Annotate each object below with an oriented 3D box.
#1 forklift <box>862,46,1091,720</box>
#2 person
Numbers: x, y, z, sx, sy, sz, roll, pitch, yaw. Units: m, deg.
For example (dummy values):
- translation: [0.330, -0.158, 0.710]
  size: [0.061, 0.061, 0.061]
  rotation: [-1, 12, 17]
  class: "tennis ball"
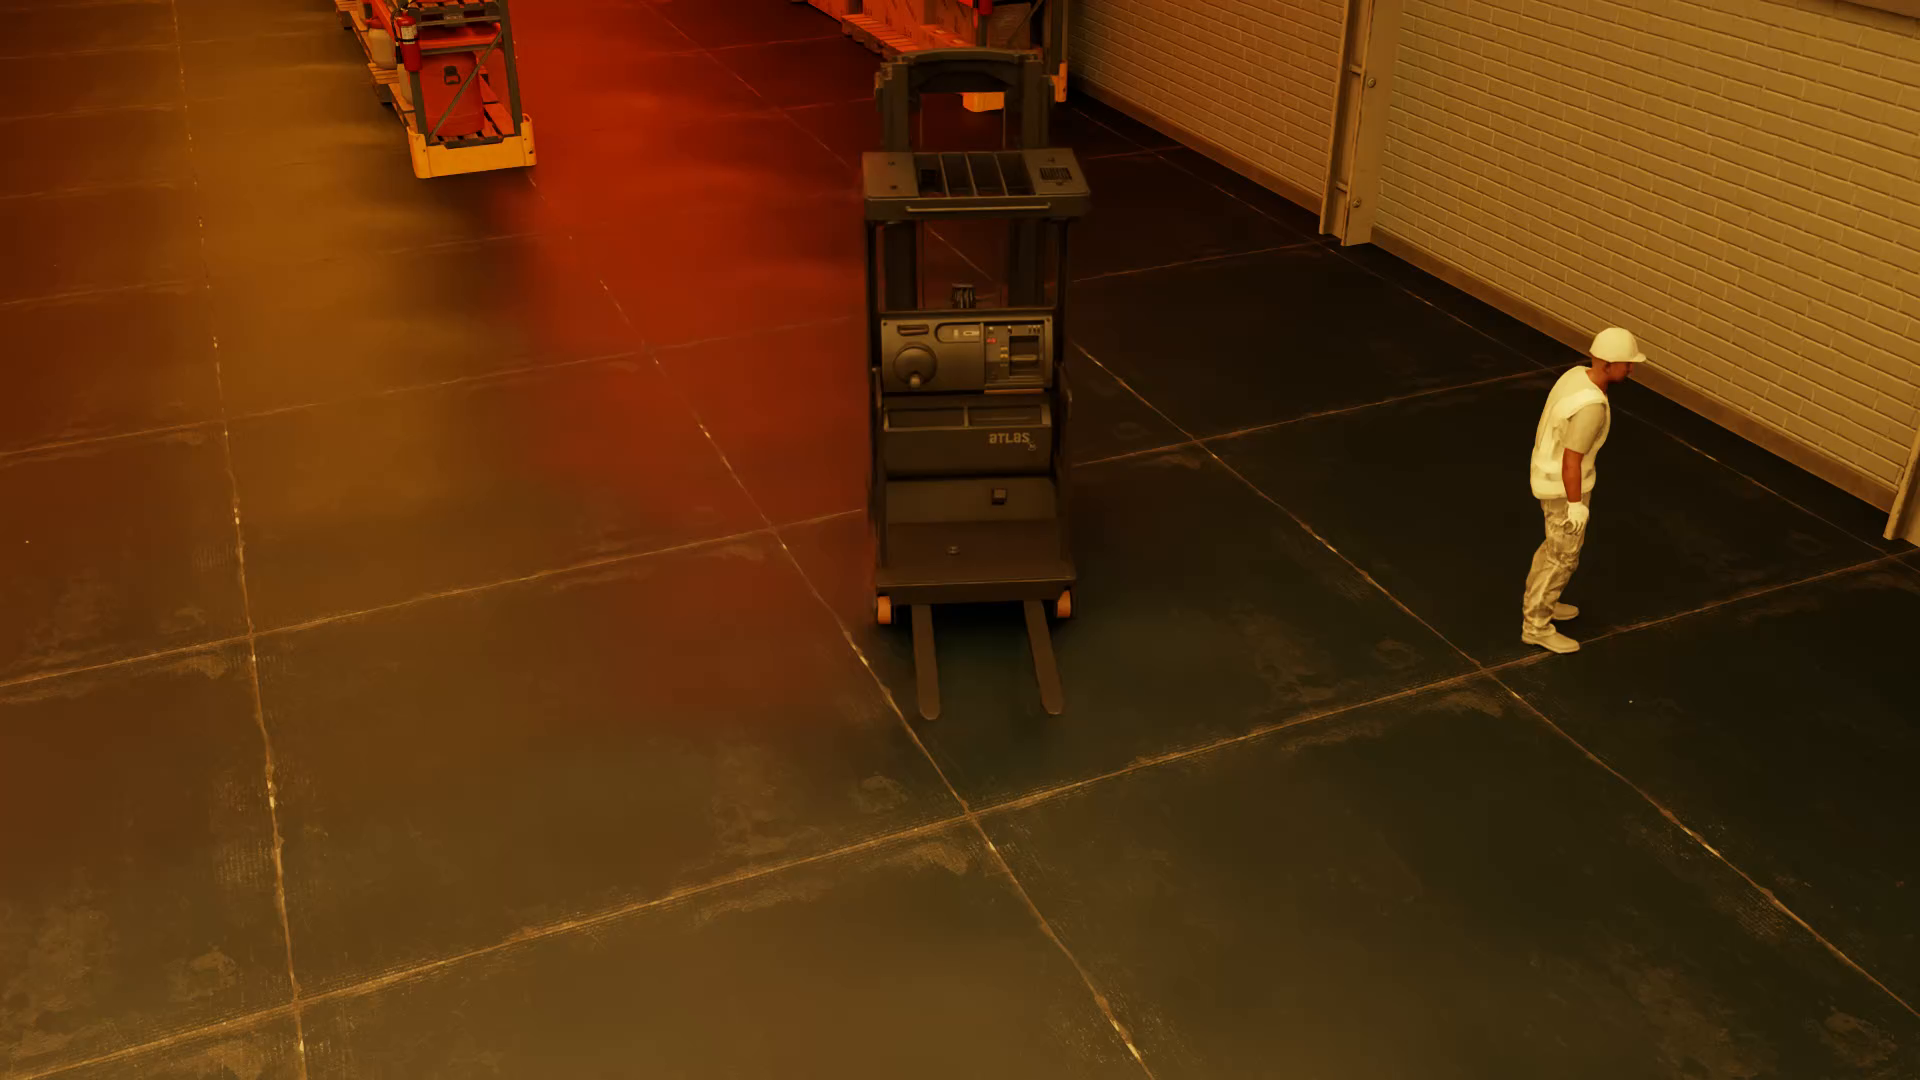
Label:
- translation: [0.057, -0.968, 8.813]
  size: [1.130, 2.935, 3.031]
  rotation: [-2, 30, -4]
  class: "forklift"
- translation: [3.239, -0.287, 8.793]
  size: [0.450, 1.772, 0.617]
  rotation: [8, 31, 14]
  class: "person"
